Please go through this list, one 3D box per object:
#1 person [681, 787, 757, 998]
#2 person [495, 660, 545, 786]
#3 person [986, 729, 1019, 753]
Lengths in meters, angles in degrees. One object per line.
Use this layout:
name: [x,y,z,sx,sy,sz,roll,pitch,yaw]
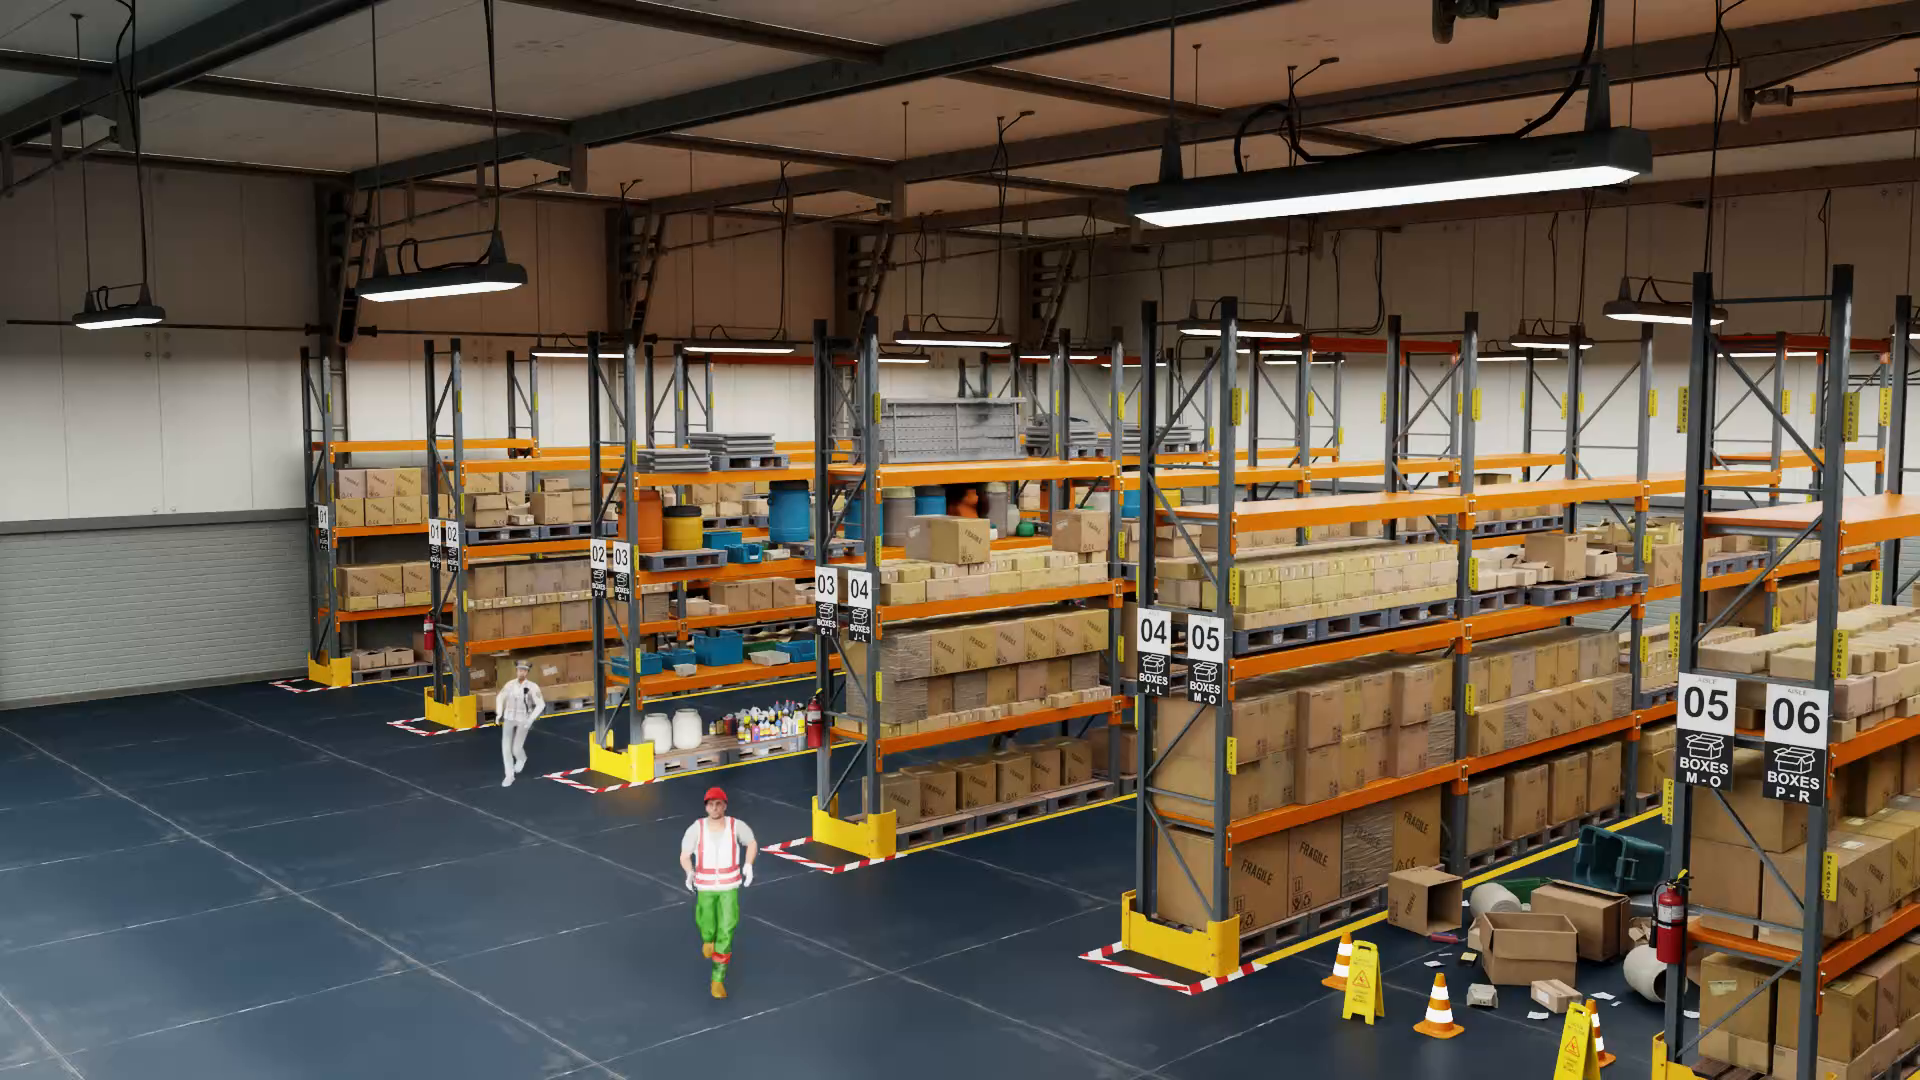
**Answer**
person: [-2.104,3.026,14.546,0.669,1.754,0.825,-1,5,-8]
person: [-5.854,2.412,22.118,0.671,1.659,0.532,0,5,3]
person: [0.559,2.194,23.474,0.710,1.781,1.049,3,6,34]
